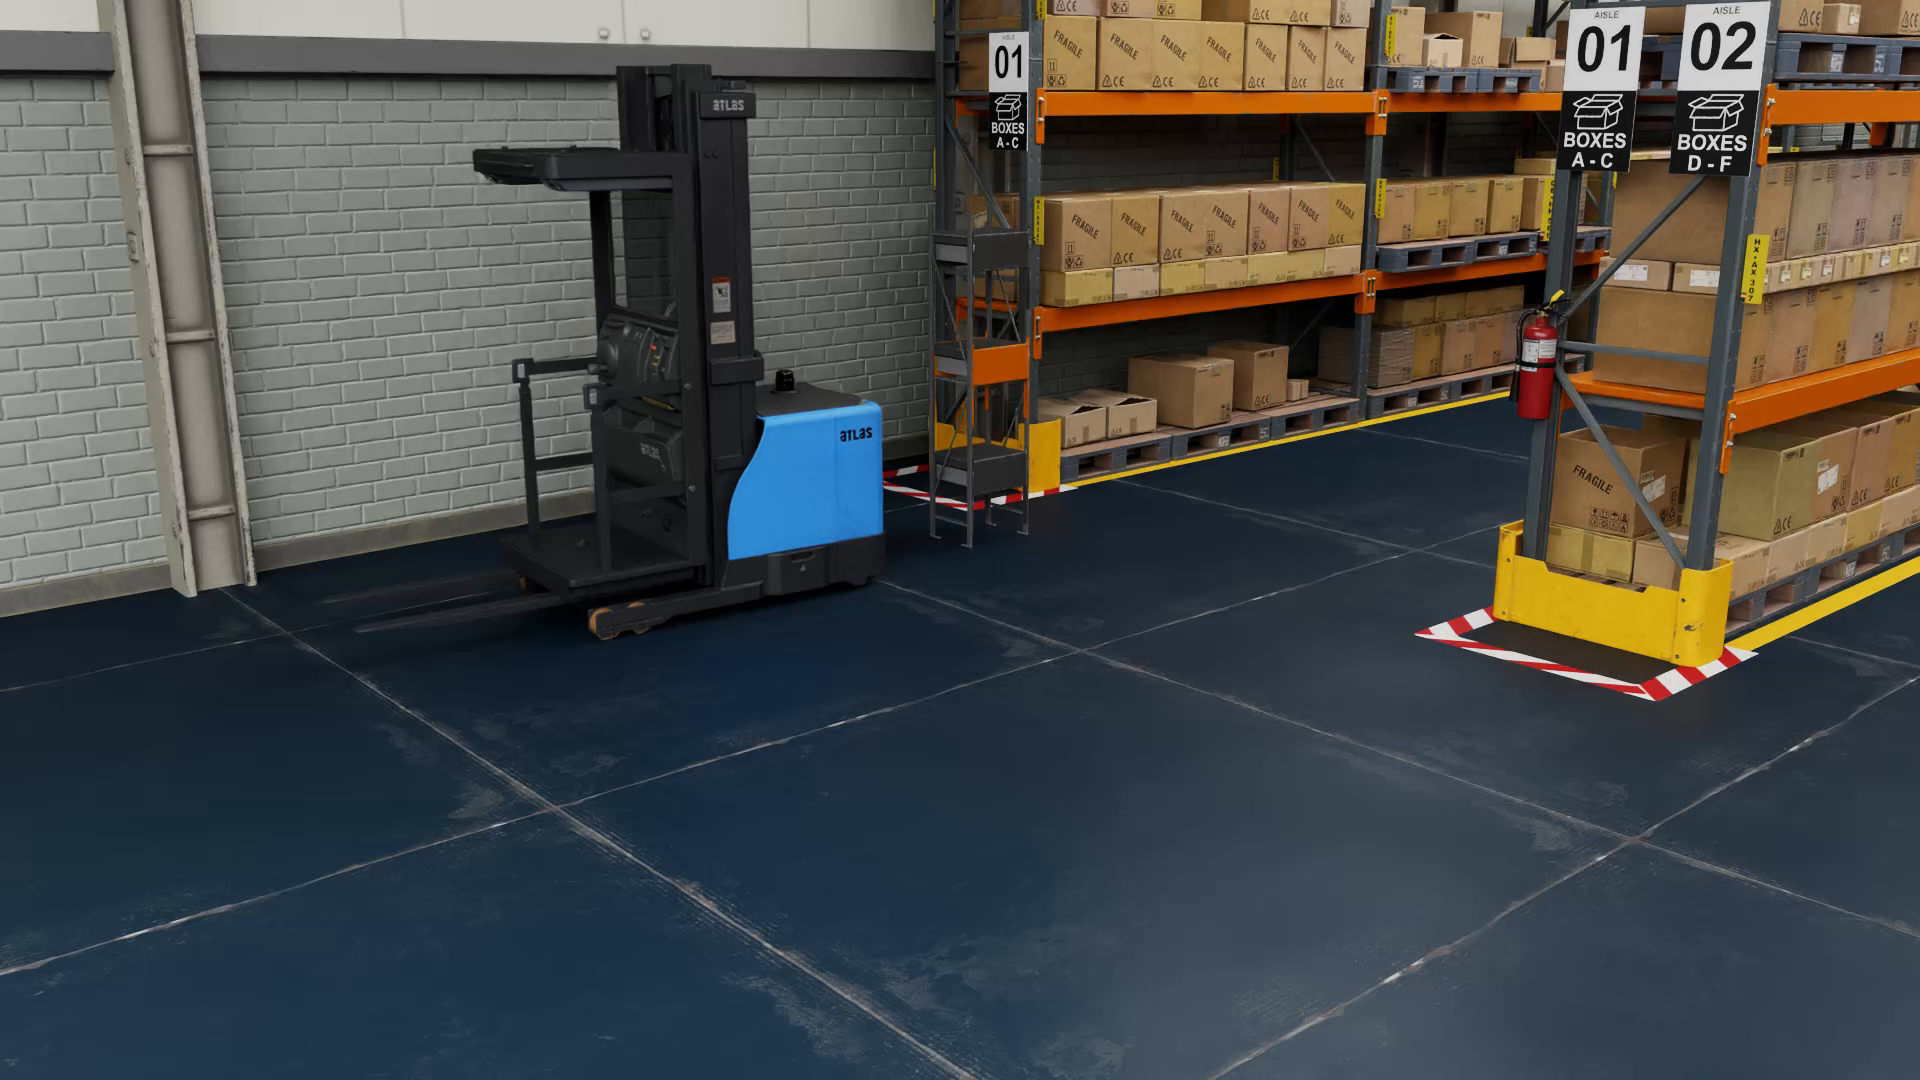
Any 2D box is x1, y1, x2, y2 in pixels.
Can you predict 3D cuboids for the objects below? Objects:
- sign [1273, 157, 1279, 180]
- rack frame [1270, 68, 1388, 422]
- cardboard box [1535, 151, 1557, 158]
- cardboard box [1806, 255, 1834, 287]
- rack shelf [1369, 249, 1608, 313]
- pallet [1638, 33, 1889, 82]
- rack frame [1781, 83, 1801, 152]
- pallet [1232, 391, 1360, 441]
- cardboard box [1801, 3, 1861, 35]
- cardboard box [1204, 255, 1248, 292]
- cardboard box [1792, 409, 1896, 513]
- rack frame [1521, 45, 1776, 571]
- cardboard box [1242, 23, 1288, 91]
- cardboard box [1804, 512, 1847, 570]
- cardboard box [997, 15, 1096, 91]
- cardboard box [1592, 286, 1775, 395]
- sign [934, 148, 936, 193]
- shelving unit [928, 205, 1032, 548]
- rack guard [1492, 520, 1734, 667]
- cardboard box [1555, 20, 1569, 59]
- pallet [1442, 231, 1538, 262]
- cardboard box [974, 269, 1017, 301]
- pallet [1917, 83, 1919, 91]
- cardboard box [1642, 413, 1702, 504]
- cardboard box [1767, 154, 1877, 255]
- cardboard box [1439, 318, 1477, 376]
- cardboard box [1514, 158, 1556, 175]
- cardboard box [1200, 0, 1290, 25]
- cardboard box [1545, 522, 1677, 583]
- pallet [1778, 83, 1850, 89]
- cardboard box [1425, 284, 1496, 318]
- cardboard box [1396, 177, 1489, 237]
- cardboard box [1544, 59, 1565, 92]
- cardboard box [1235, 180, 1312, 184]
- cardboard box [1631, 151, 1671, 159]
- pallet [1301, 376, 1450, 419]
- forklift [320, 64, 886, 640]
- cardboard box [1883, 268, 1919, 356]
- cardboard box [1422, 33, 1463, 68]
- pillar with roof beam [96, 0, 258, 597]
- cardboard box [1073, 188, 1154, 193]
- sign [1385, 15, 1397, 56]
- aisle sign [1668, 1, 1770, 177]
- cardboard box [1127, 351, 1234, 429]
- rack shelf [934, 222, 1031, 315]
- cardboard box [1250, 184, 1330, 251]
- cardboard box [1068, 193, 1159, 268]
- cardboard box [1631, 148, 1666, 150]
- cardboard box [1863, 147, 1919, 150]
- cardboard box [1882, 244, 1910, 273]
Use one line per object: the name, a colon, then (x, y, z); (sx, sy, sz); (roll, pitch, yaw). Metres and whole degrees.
sign: (2.842, -3.258, 14.890); (0.005, 0.325, 0.100); (-13, 19, -39)
rack frame: (3.209, -2.591, 14.637); (0.127, 3.000, 1.000); (-13, 19, -39)
cardboard box: (6.398, -3.960, 17.500); (0.500, 0.250, 0.500); (-12, 19, -38)
cardboard box: (4.461, -1.465, 8.973); (0.250, 0.149, 0.380); (-13, 20, -40)
rack shelf: (4.717, -2.582, 15.999); (4.000, 0.370, 1.077); (-13, 19, -39)
pallet: (3.996, -2.471, 8.546); (1.213, 0.211, 1.003); (-13, 19, -39)
rack frame: (9.244, -3.946, 19.711); (0.127, 3.000, 1.000); (-13, 19, -39)
pallet: (2.725, -1.123, 14.546); (1.213, 0.211, 1.003); (-13, 19, -39)
cardboard box: (4.449, -2.713, 8.683); (0.250, 0.149, 0.380); (-13, 19, -39)
cardboard box: (1.921, -2.132, 13.173); (0.500, 0.250, 0.500); (-12, 19, -39)
cardboard box: (5.130, -0.487, 9.824); (0.500, 0.500, 0.500); (-13, 19, -39)
rack frame: (3.446, -0.950, 8.493); (0.127, 3.000, 1.000); (-13, 19, -39)
cardboard box: (2.207, -3.780, 13.044); (0.500, 0.500, 0.500); (-14, 20, -41)
cardboard box: (4.749, -0.042, 9.608); (0.500, 0.250, 0.500); (-13, 19, -39)
cardboard box: (0.608, -3.428, 11.728); (0.500, 0.500, 0.500); (-12, 19, -38)
cardboard box: (3.806, -1.075, 8.766); (0.500, 0.500, 0.700); (-13, 19, -39)
sign: (-0.158, -2.737, 12.328); (0.005, 0.325, 0.100); (-13, 19, -39)
shelving unit: (0.125, -1.042, 10.584); (0.503, 2.100, 0.431); (-13, 19, -39)
rack guard: (3.428, 0.262, 8.800); (0.348, 0.500, 1.175); (-13, 19, -39)
cardboard box: (6.547, -5.070, 17.061); (0.700, 0.500, 0.500); (14, 21, 43)
pallet: (4.760, -2.833, 15.914); (1.213, 0.211, 1.003); (-13, 19, -39)
cardboard box: (0.416, -1.967, 12.555); (0.500, 0.250, 0.500); (-12, 19, -39)
pallet: (7.120, -3.136, 11.236); (1.217, 0.209, 0.805); (-14, 20, -42)
cardboard box: (4.400, -0.507, 9.898); (0.500, 0.500, 0.500); (-13, 19, -39)
cardboard box: (4.619, -1.886, 9.290); (0.500, 0.500, 0.700); (-13, 19, -39)
cardboard box: (4.521, -1.900, 16.041); (0.500, 0.500, 0.700); (-12, 19, -39)
cardboard box: (5.753, -3.721, 16.565); (0.380, 0.149, 0.250); (12, 19, 38)
cardboard box: (2.215, -4.258, 12.896); (0.500, 0.500, 0.500); (-14, 20, -41)
cardboard box: (3.656, 0.028, 9.349); (0.500, 0.250, 0.500); (-13, 19, -39)
pallet: (9.868, -5.489, 19.847); (1.213, 0.211, 1.003); (-13, 19, -39)
cardboard box: (4.861, -2.331, 16.203); (0.500, 0.250, 0.500); (-13, 20, -40)
cardboard box: (4.517, -3.142, 15.655); (0.500, 0.500, 0.700); (-10, 18, -32)
cardboard box: (5.860, -4.510, 16.143); (0.500, 0.311, 0.500); (-13, 19, -39)
cardboard box: (2.717, -2.852, 14.412); (0.500, 0.500, 0.500); (-13, 20, -41)
cardboard box: (7.143, -3.950, 17.465); (0.500, 0.250, 0.500); (-13, 20, -40)
pallet: (3.795, -1.376, 15.492); (1.213, 0.211, 1.003); (-13, 19, -39)
forklift: (-1.930, -1.044, 8.977); (3.031, 2.935, 1.130); (-10, 18, -34)
cardboard box: (5.358, -1.424, 10.076); (0.500, 0.500, 0.700); (-12, 19, -39)
cardboard box: (4.138, -4.381, 14.887); (0.500, 0.311, 0.500); (-12, 19, -38)
pillar with roof beam: (-1.549, -3.244, 5.458); (0.400, 9.000, 9.100); (-13, 19, -39)
cardboard box: (1.181, -2.506, 13.118); (0.500, 0.500, 0.500); (-13, 20, -41)
sign: (3.571, -4.186, 13.793); (0.005, 0.325, 0.100); (-13, 19, -39)
aisle sign: (3.597, -2.135, 7.892); (0.004, 0.787, 0.394); (-13, 19, -39)
cardboard box: (1.788, -1.229, 13.530); (0.500, 0.500, 0.700); (-14, 21, -43)
rack shelf: (0.125, -1.706, 10.407); (0.480, 0.518, 0.431); (-13, 19, -39)
cardboard box: (2.682, -2.665, 13.712); (0.500, 0.500, 0.500); (-13, 20, -40)
cardboard box: (1.128, -2.317, 12.411); (0.500, 0.500, 0.500); (-13, 19, -39)
cardboard box: (7.564, -4.220, 18.472); (0.500, 0.250, 0.500); (-13, 20, -41)
cardboard box: (6.133, -2.226, 10.563); (0.500, 0.500, 0.700); (-13, 19, -39)
cardboard box: (5.241, -1.641, 9.629); (0.250, 0.149, 0.380); (-12, 19, -38)
